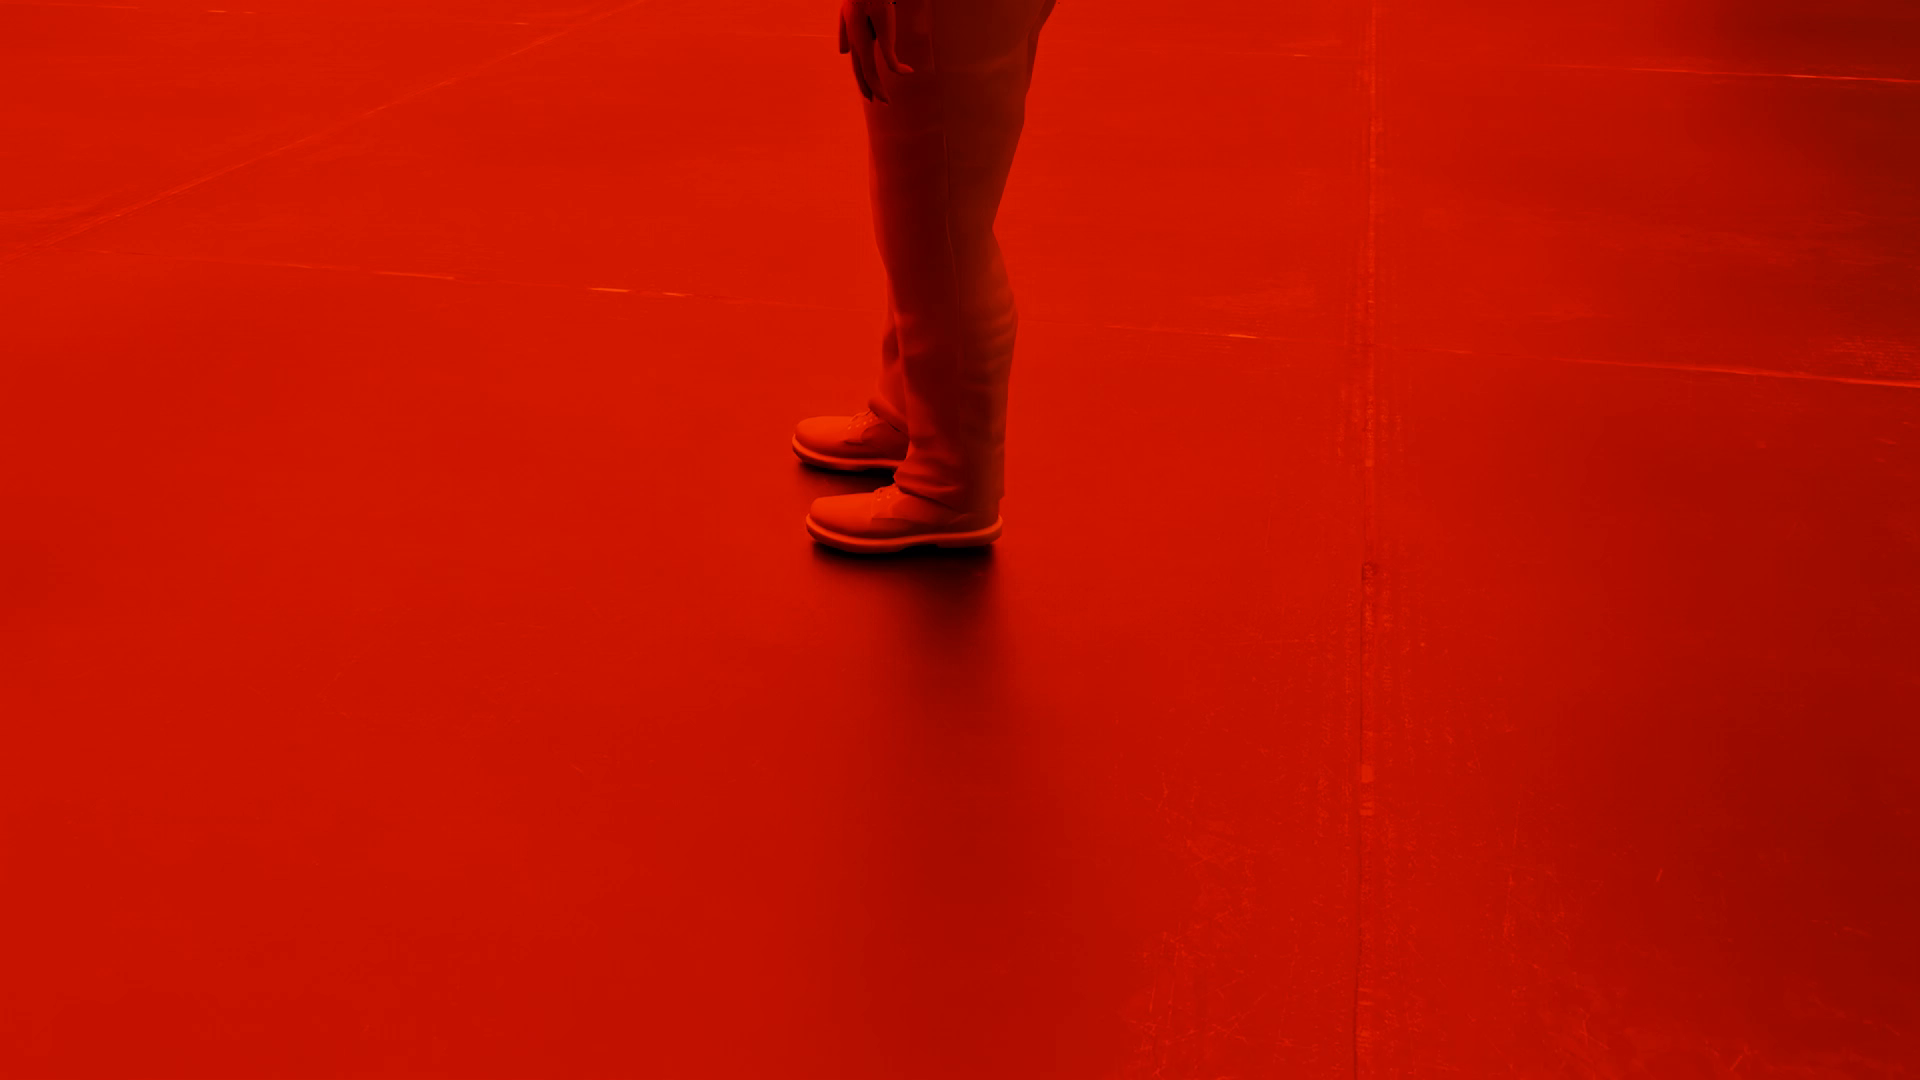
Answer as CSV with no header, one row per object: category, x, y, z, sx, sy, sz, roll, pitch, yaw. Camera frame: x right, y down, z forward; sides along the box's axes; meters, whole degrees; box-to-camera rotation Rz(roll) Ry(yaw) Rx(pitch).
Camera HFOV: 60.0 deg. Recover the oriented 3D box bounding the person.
person,-0.069,-0.779,2.147,0.528,1.697,0.570,6,27,11
